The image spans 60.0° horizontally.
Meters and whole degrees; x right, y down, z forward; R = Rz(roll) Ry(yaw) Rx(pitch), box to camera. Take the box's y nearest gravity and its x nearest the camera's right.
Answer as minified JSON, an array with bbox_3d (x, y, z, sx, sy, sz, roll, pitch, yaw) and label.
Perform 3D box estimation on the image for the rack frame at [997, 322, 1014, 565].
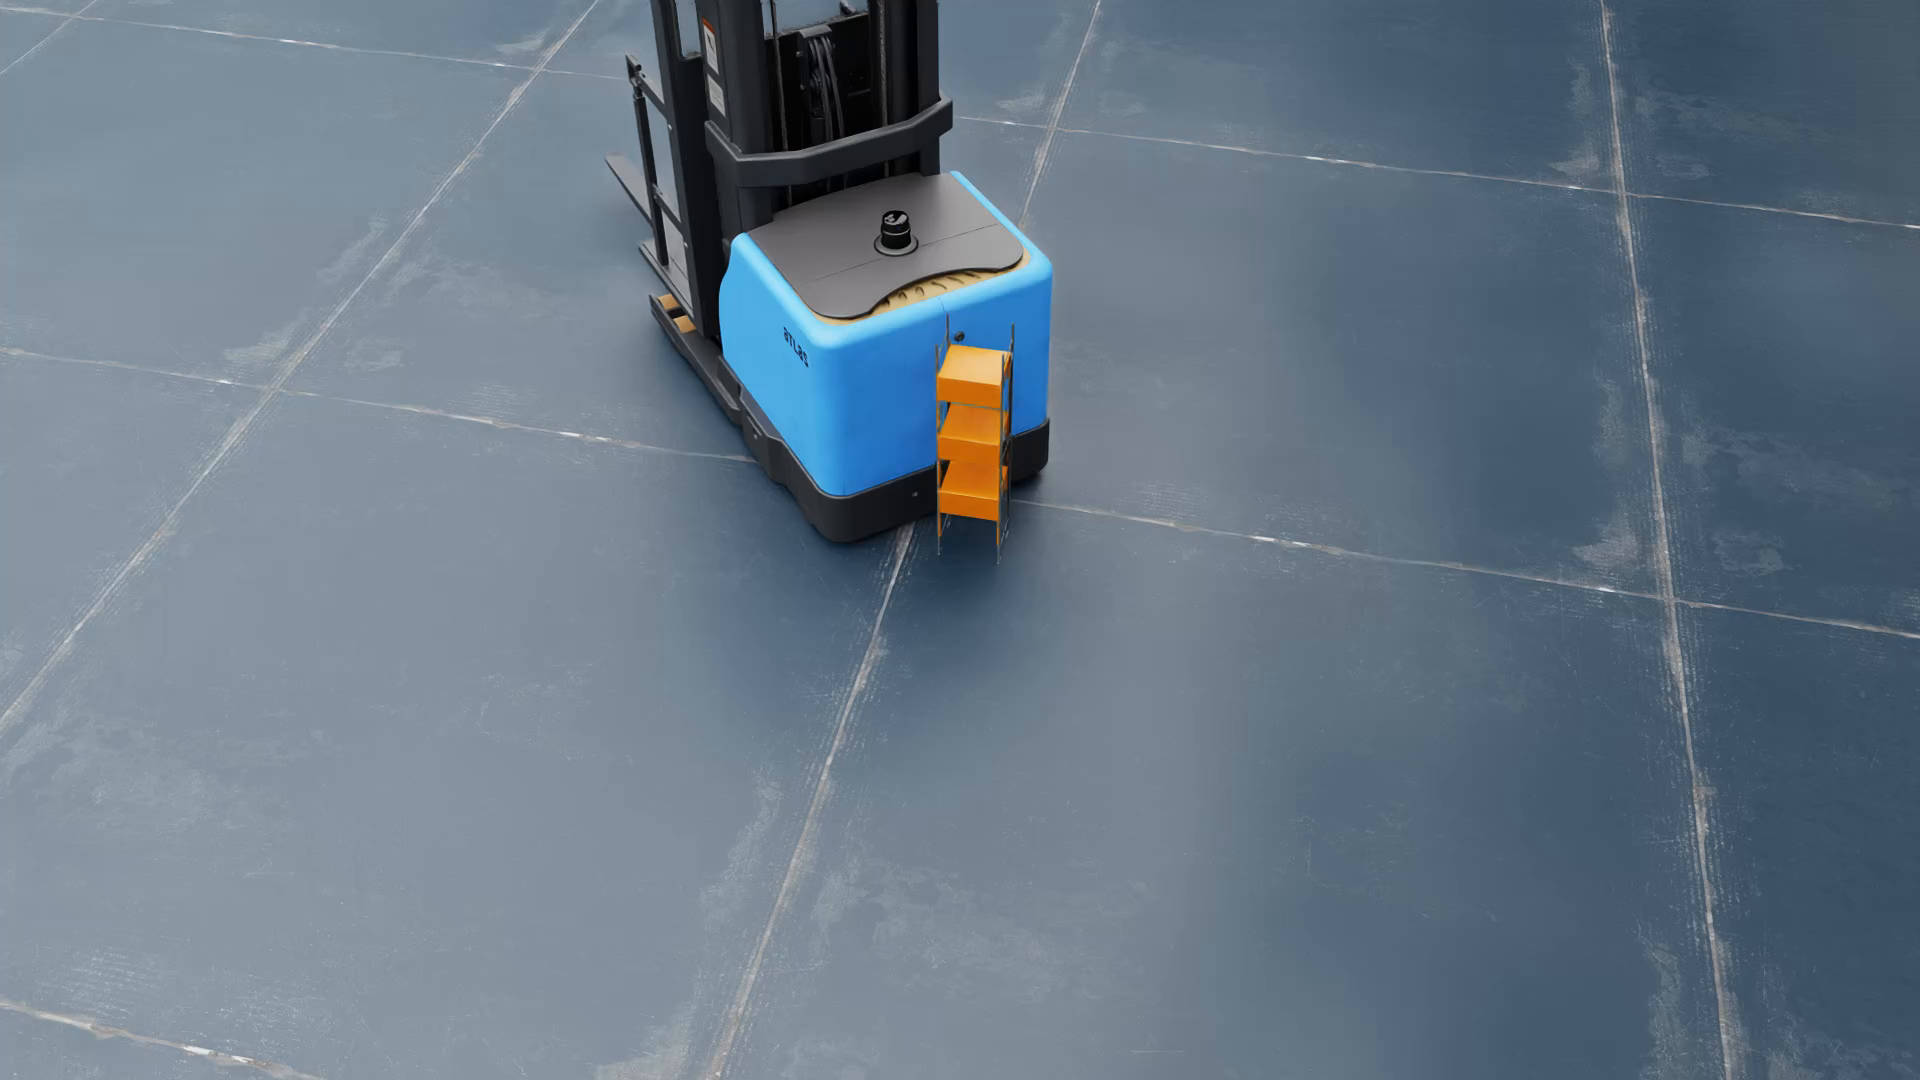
[{"bbox_3d":[0.174,-0.349,6.354,0.008,1.050,0.200,9,44,9],"label":"rack frame"}]

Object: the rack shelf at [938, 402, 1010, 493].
[{"bbox_3d":[0.055,-0.359,6.380,0.240,0.259,0.215,9,44,9],"label":"rack shelf"}]

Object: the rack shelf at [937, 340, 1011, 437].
[{"bbox_3d":[0.055,-0.564,6.184,0.240,0.259,0.215,9,44,9],"label":"rack shelf"}]

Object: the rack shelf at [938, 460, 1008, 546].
[{"bbox_3d":[0.056,-0.158,6.572,0.240,0.259,0.215,9,44,9],"label":"rack shelf"}]

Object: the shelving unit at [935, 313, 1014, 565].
[{"bbox_3d":[0.055,-0.367,6.373,0.252,1.050,0.215,9,44,9],"label":"shelving unit"}]

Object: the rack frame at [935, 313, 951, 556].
[{"bbox_3d":[-0.064,-0.385,6.392,0.008,1.050,0.200,9,44,9],"label":"rack frame"}]

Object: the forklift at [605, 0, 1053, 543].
[{"bbox_3d":[-0.784,-2.061,6.778,1.130,2.935,3.031,-21,48,-20],"label":"forklift"}]
